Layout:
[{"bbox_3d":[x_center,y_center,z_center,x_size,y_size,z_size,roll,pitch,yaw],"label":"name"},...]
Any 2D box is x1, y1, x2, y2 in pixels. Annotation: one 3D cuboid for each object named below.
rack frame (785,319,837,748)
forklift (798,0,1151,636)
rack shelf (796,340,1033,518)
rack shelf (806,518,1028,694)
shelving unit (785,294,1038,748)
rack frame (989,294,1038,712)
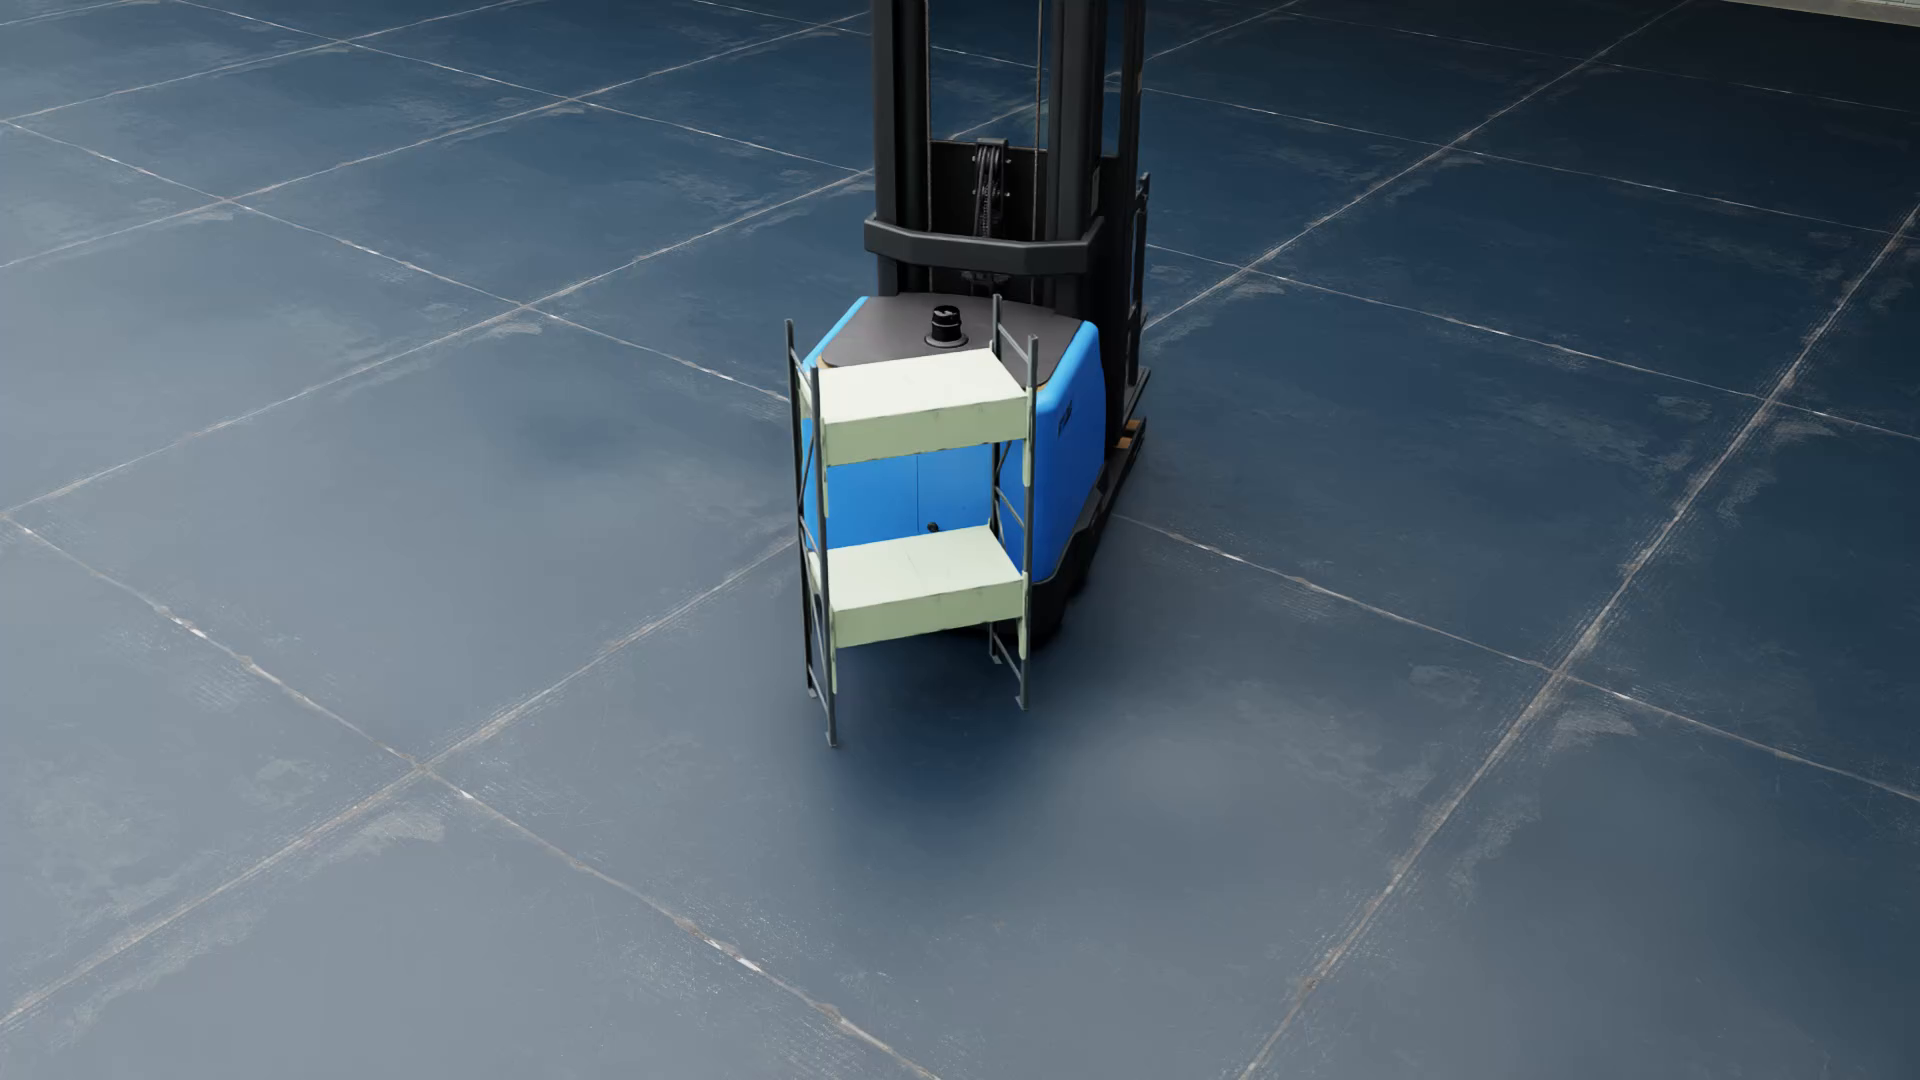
[{"bbox_3d":[-0.514,0.006,5.769,0.023,1.500,0.400,-9,32,-15],"label":"rack frame"},{"bbox_3d":[0.260,-1.625,7.118,1.130,2.935,3.031,8,32,14],"label":"forklift"},{"bbox_3d":[-0.165,-0.386,5.665,0.720,0.370,0.431,-9,32,-15],"label":"rack shelf"},{"bbox_3d":[-0.165,0.230,6.030,0.720,0.370,0.431,-9,32,-15],"label":"rack shelf"},{"bbox_3d":[-0.165,-0.050,5.864,0.755,1.500,0.431,-9,32,-15],"label":"shelving unit"},{"bbox_3d":[0.184,-0.106,5.958,0.023,1.500,0.400,-9,32,-15],"label":"rack frame"}]
